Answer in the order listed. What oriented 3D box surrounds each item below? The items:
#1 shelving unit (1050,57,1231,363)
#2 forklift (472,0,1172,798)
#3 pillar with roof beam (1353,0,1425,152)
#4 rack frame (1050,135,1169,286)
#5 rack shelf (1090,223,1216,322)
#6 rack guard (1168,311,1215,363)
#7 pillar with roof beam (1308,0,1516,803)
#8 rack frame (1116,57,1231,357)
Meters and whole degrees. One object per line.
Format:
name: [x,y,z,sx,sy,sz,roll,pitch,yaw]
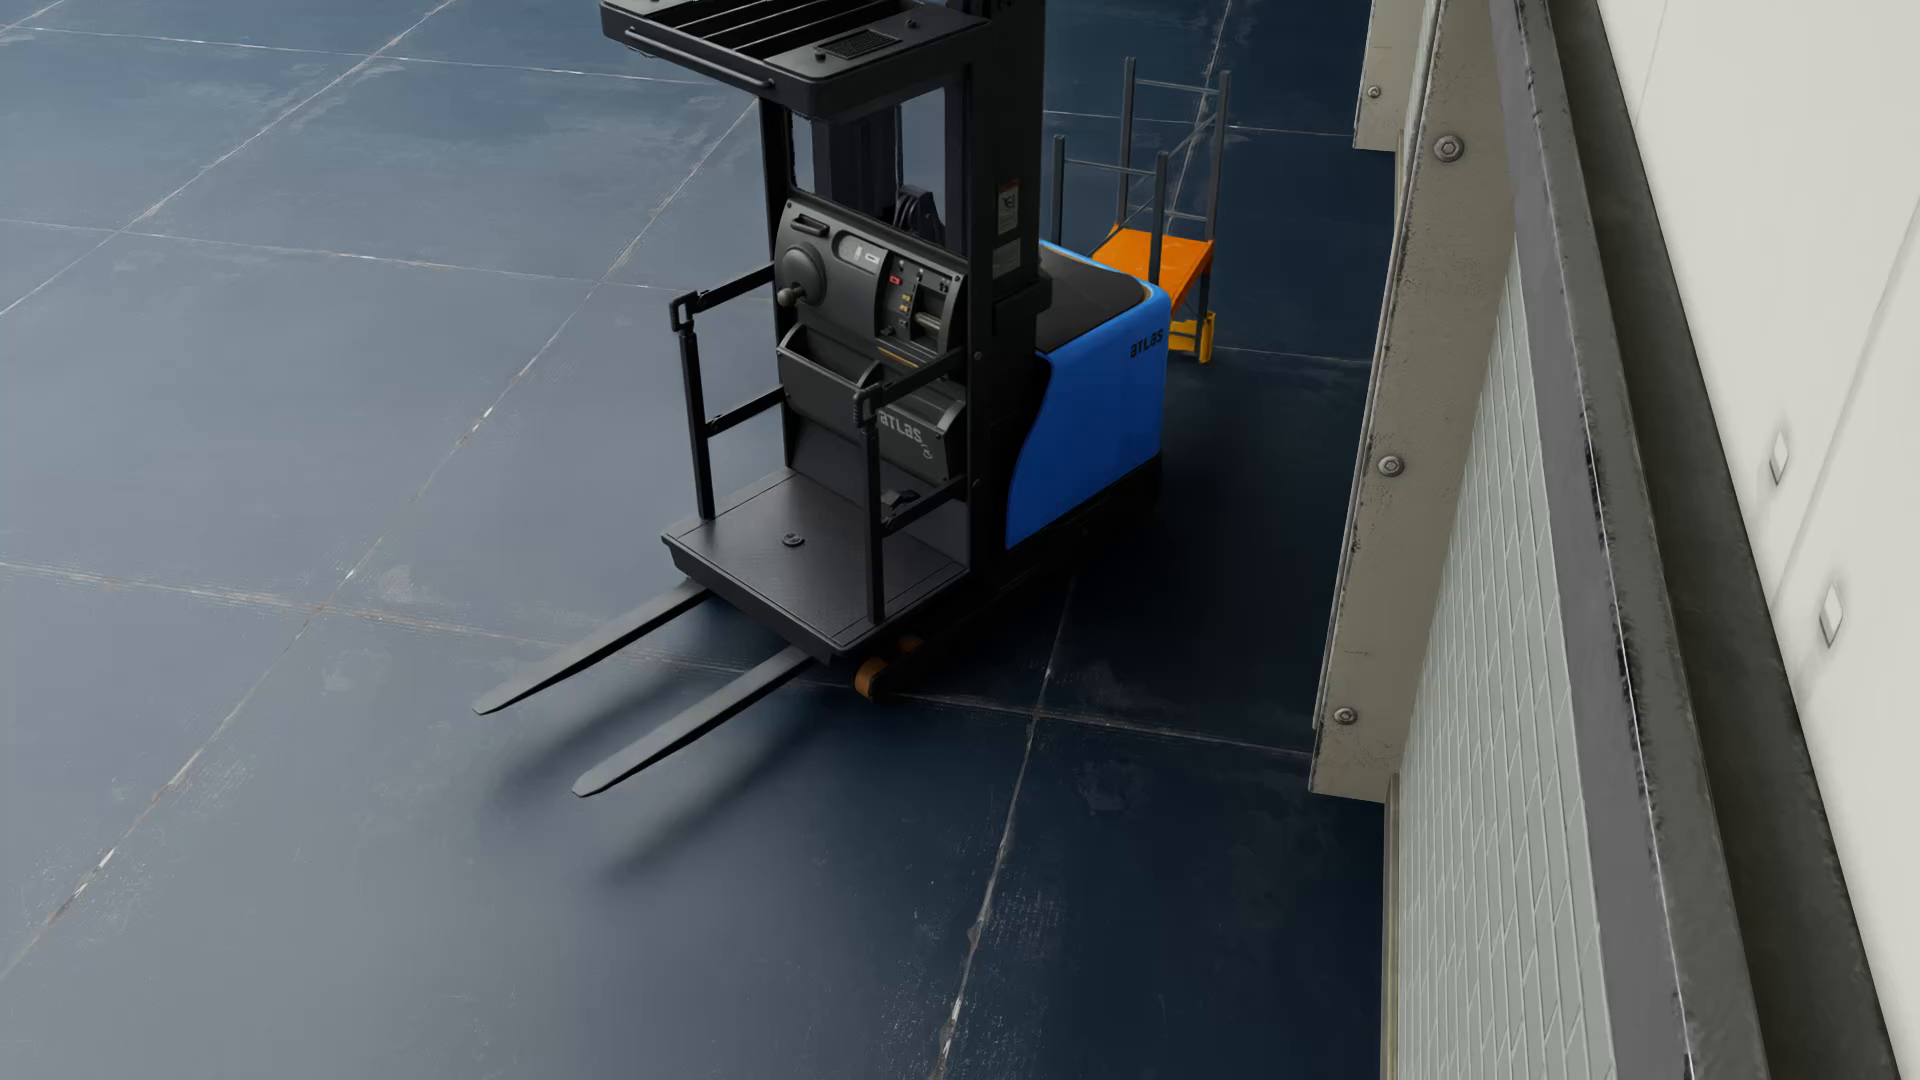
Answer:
shelving unit: [0.821,-1.327,7.802,0.587,1.500,1.083,13,38,18]
forklift: [-0.490,-0.908,6.006,1.130,2.935,3.031,29,45,34]
pillar with roof beam: [-1.475,-6.810,8.978,9.100,9.000,0.400,7,37,10]
rack frame: [0.633,-1.055,7.428,0.500,1.500,0.032,13,38,18]
rack shelf: [0.824,-1.186,7.915,0.538,0.185,1.000,13,38,18]
rack guard: [1.008,-1.091,8.543,0.587,0.250,0.087,13,38,18]
pillar with roof beam: [-2.757,-3.370,4.232,9.100,9.000,0.400,7,37,10]
rack frame: [1.015,-1.608,8.191,0.500,1.500,0.032,13,38,18]
